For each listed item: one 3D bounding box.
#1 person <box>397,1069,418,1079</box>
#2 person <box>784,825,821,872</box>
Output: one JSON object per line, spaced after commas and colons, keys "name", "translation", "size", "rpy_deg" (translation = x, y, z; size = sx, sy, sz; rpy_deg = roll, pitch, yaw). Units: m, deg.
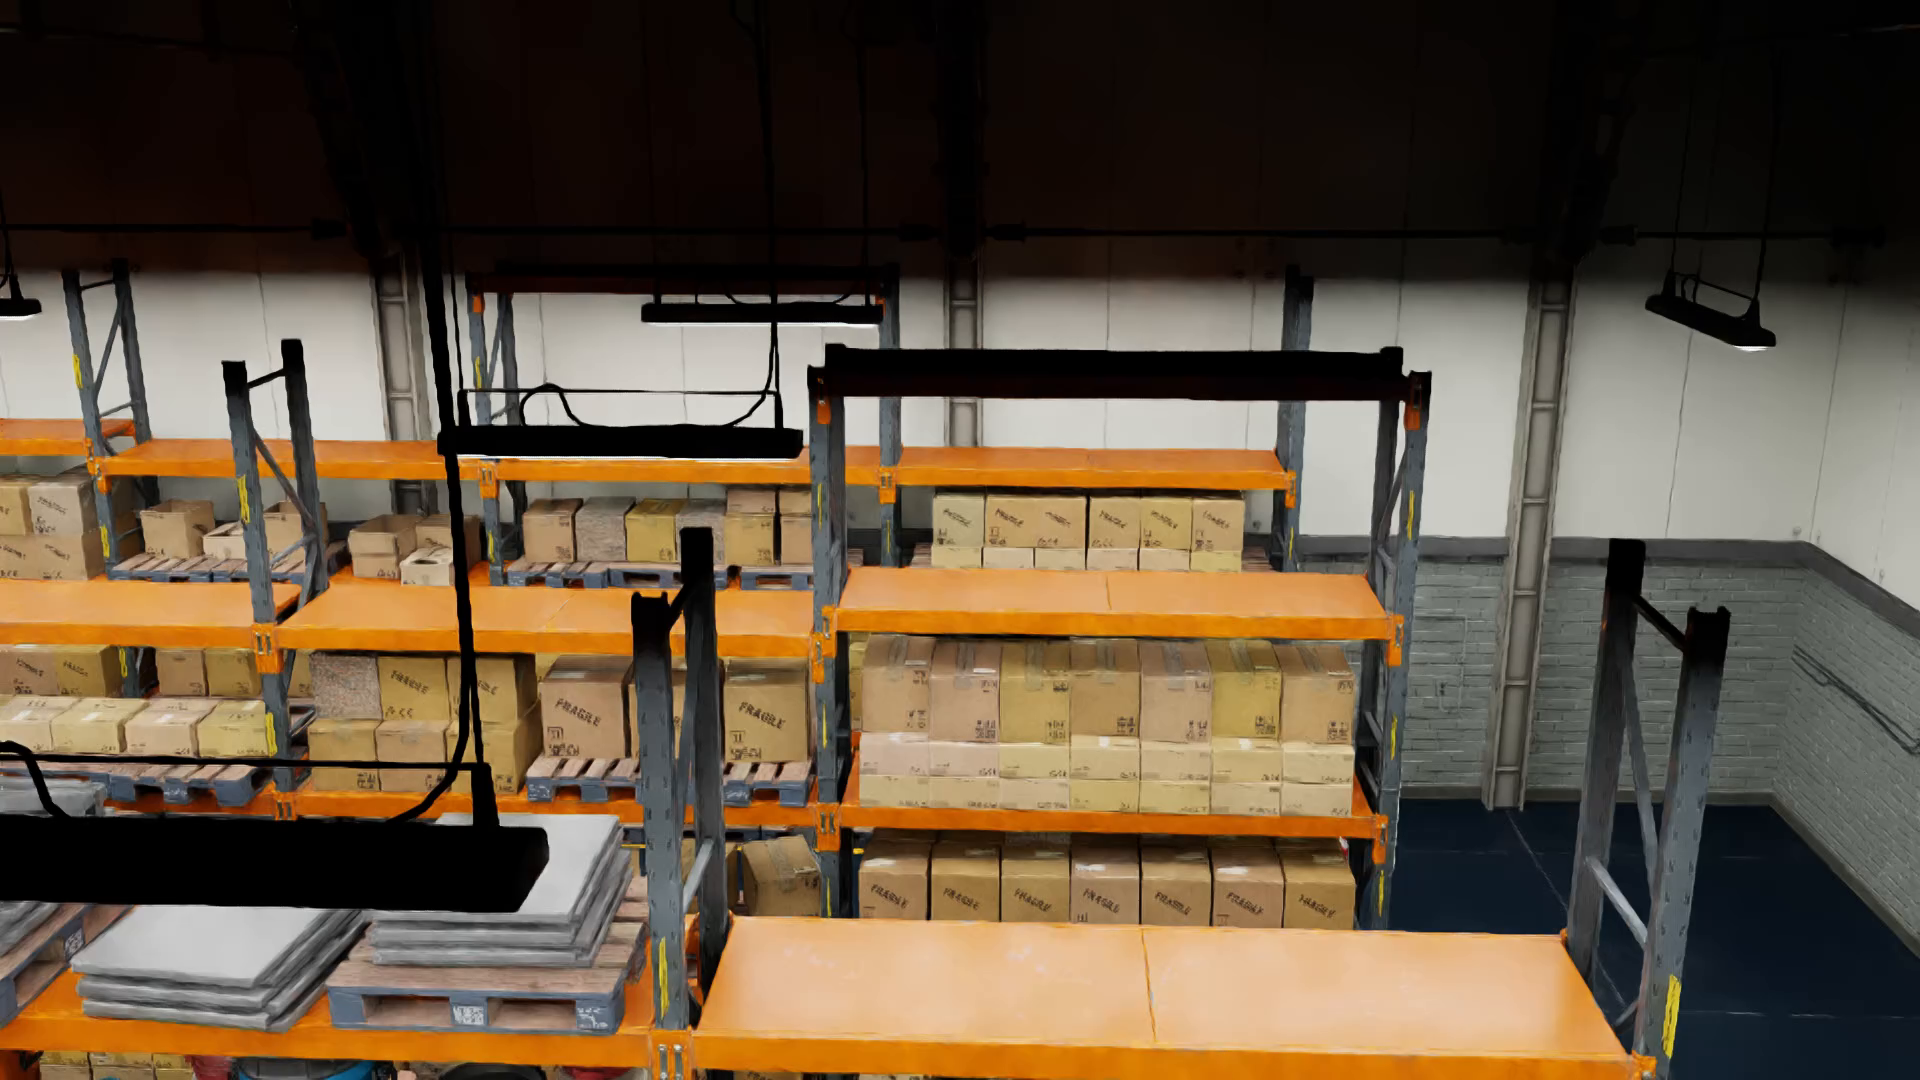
{"name": "person", "translation": [-3.536, 4.241, 10.839], "size": [0.598, 1.731, 0.463], "rpy_deg": [-7, 17, -21]}
{"name": "person", "translation": [-1.531, 2.728, 16.343], "size": [0.507, 1.618, 0.580], "rpy_deg": [0, 16, 1]}
